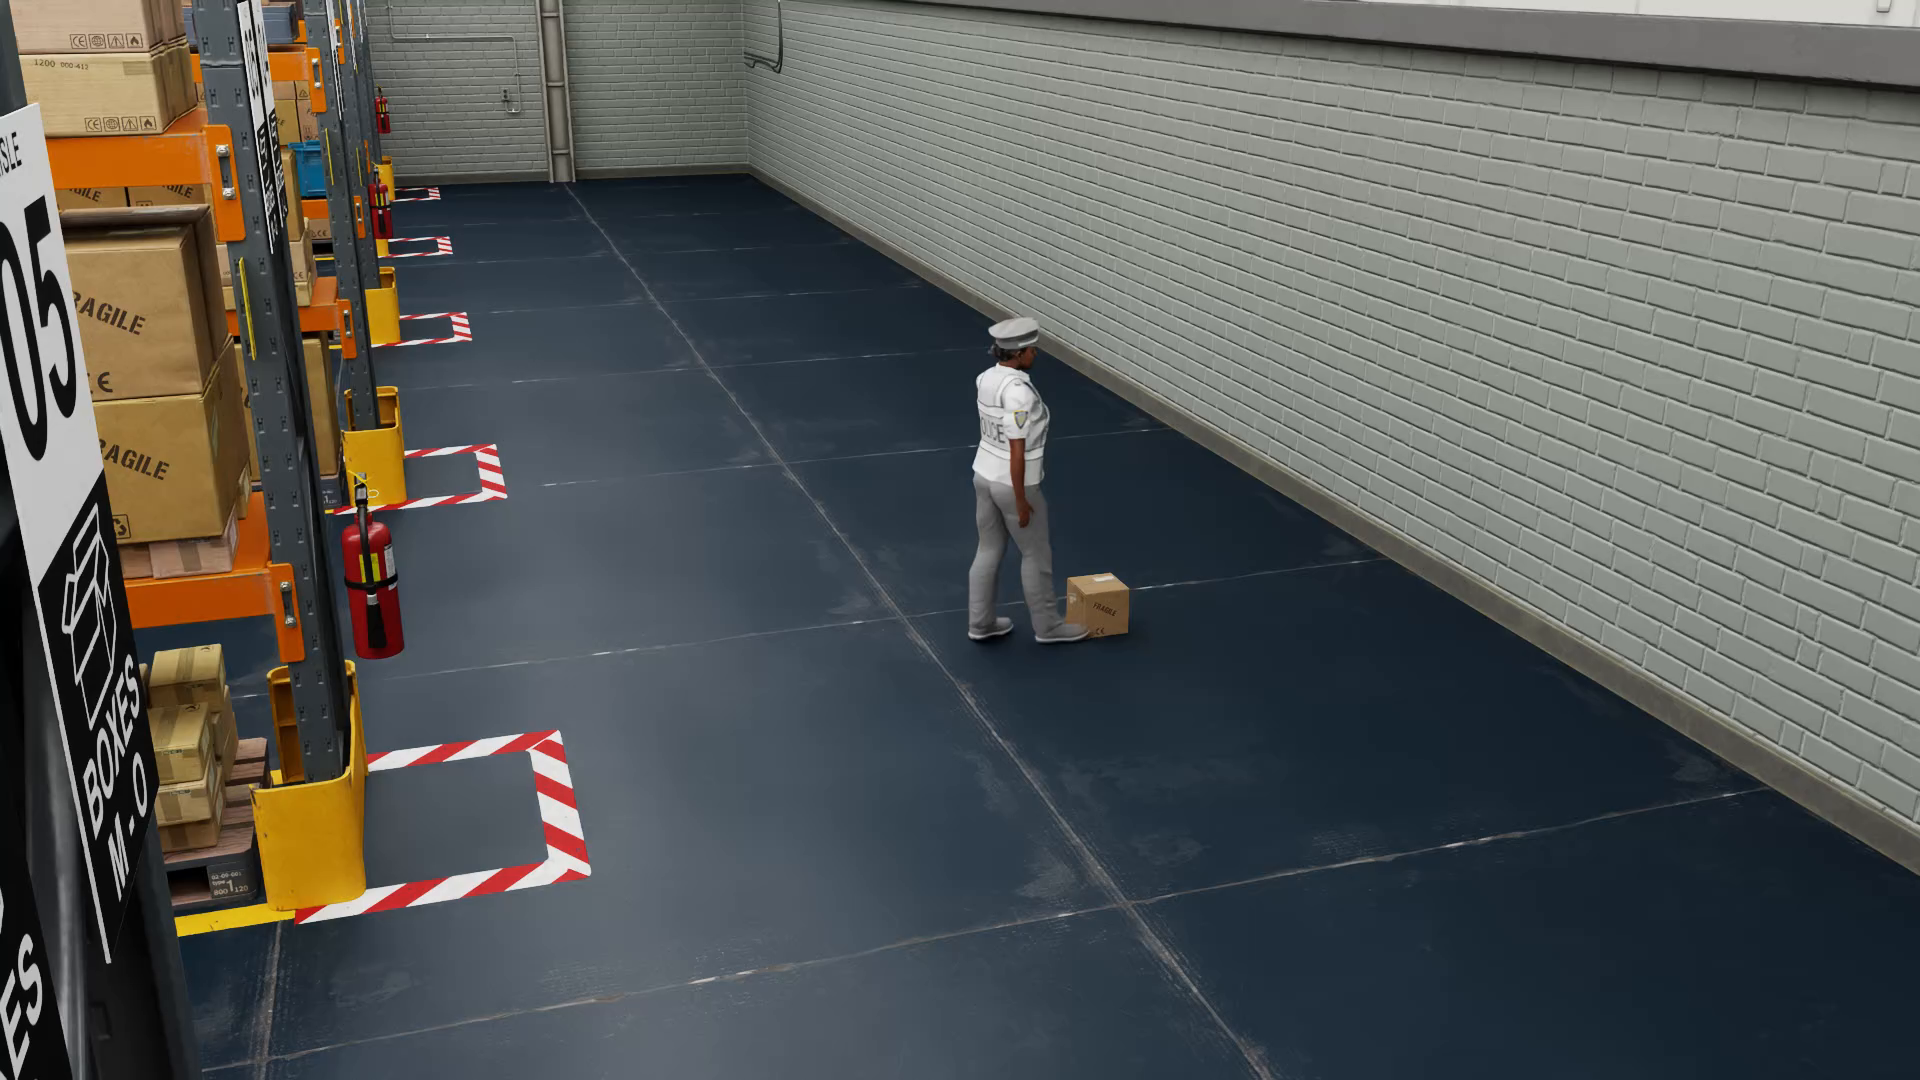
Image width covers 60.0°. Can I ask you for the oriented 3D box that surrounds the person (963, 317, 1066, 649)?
[{"bbox_3d":[0.274,-0.285,8.334,0.486,1.680,0.461,-6,20,-17],"label":"person"}]
